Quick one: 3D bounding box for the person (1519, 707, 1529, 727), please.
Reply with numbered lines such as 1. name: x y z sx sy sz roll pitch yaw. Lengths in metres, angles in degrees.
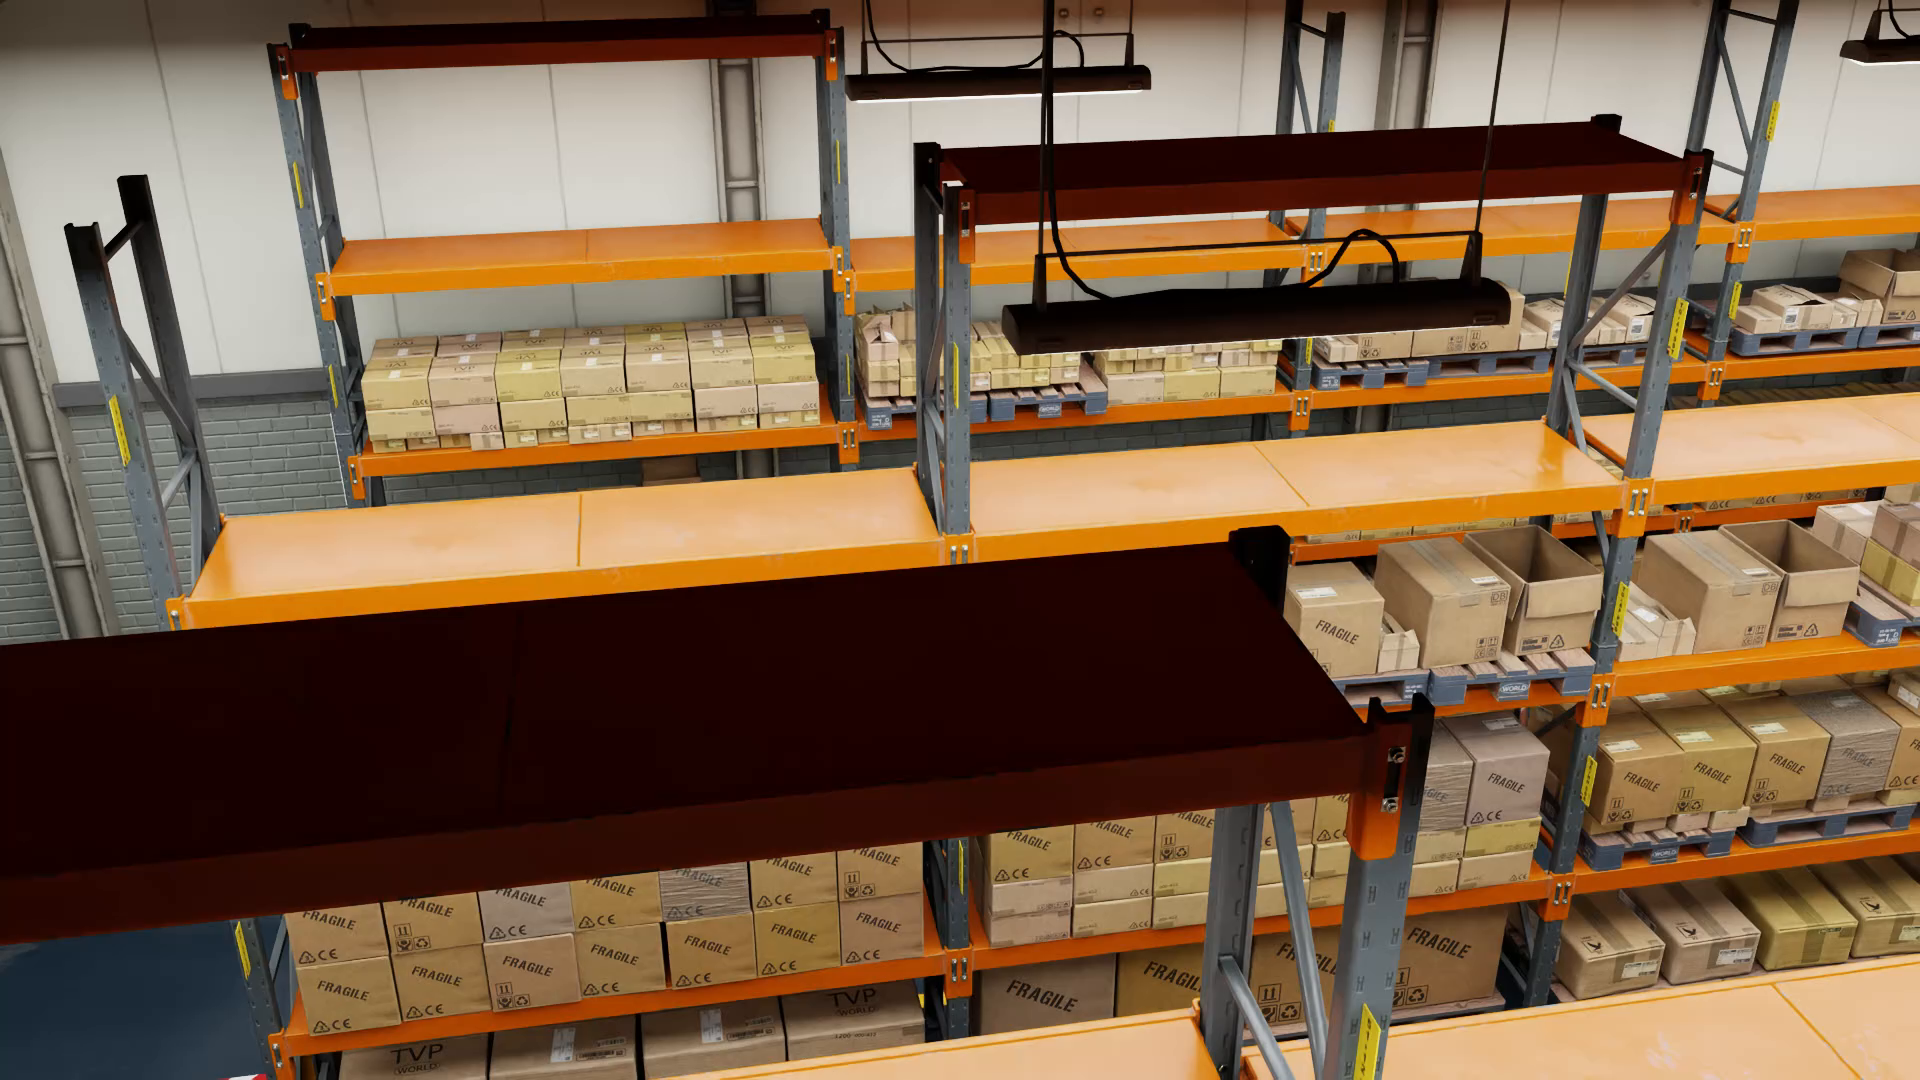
1. person: 4.252 1.530 13.244 0.781 1.655 0.665 -4 26 -8
